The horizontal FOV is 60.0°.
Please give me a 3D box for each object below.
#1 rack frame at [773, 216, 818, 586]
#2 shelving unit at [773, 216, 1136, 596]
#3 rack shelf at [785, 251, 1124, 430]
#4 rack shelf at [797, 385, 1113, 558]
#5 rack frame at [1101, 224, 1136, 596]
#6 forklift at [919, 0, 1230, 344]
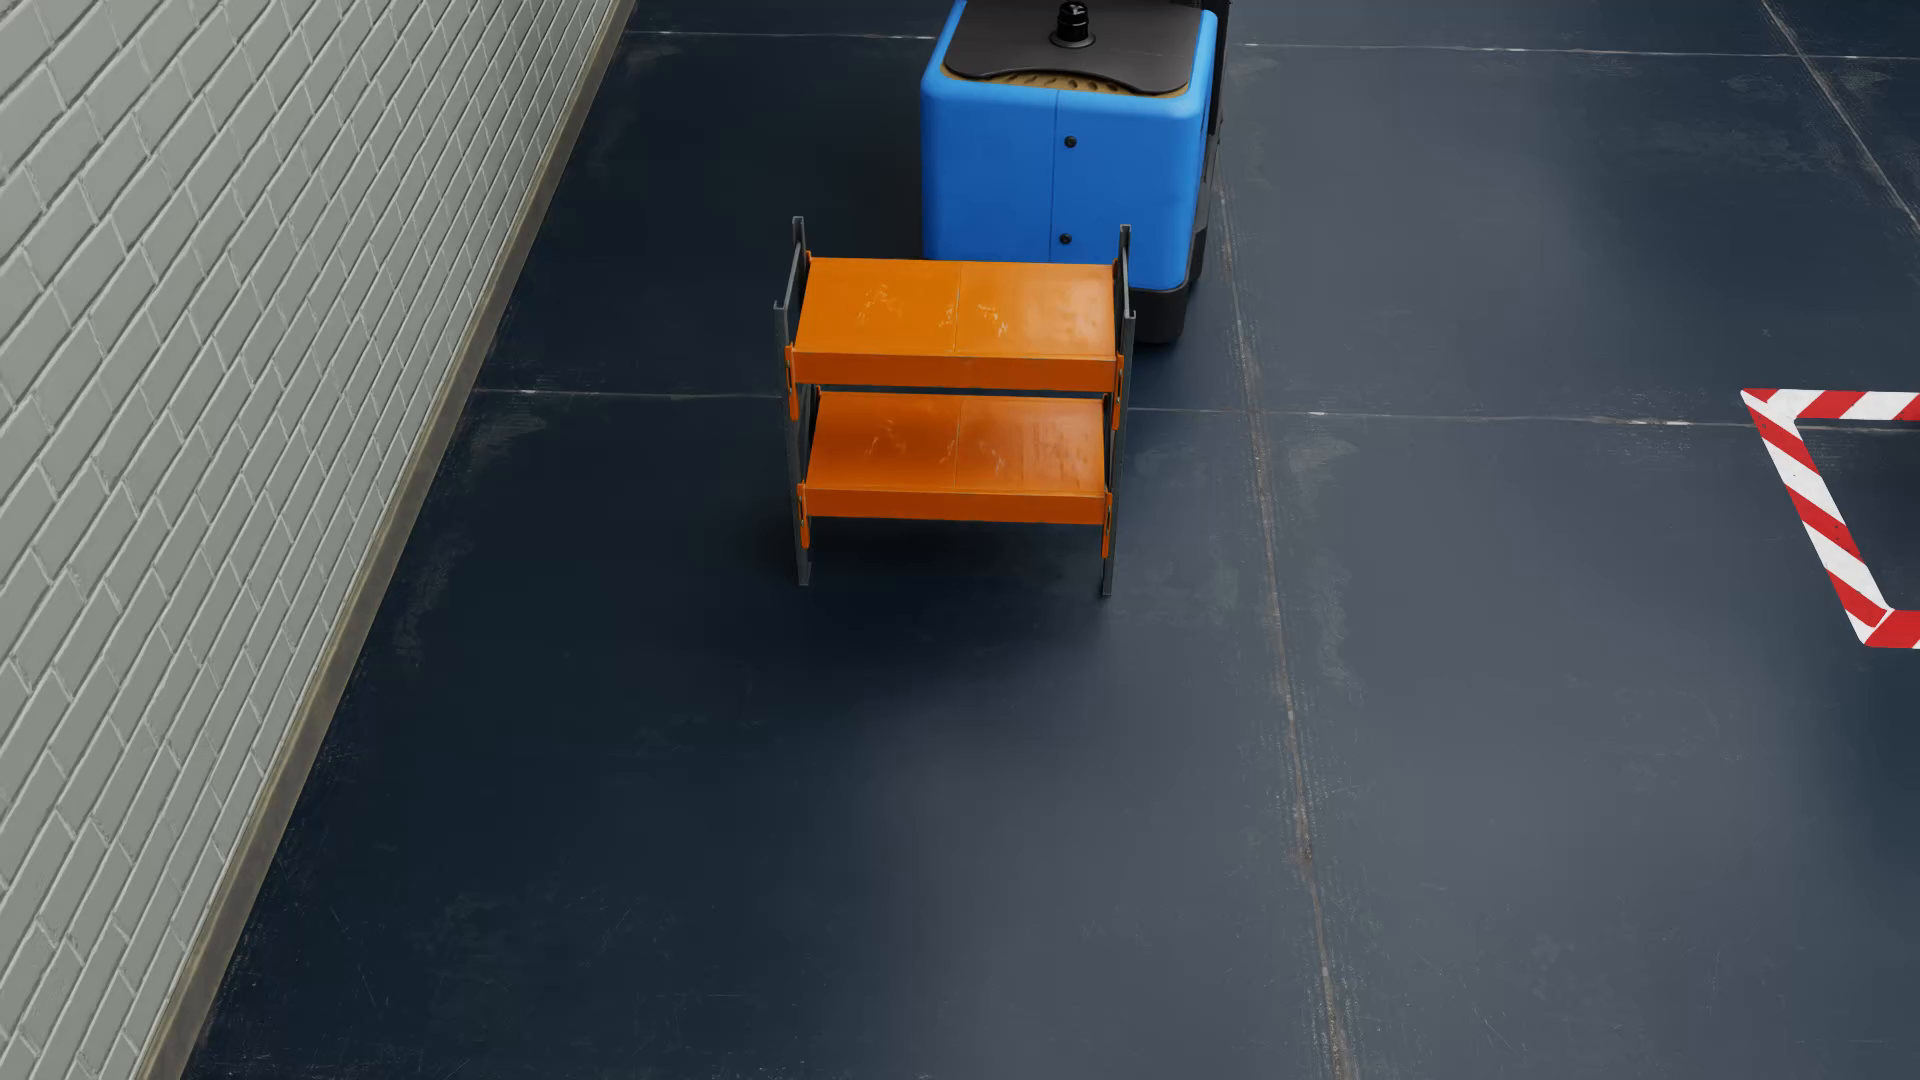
[{"bbox_3d":[-0.515,-0.427,5.384,0.032,1.125,0.500,2,43,2],"label":"rack frame"},{"bbox_3d":[-0.007,-0.412,5.367,1.048,1.125,0.538,2,43,2],"label":"shelving unit"},{"bbox_3d":[-0.007,-0.626,5.167,1.000,0.278,0.538,2,43,2],"label":"rack shelf"},{"bbox_3d":[-0.007,-0.233,5.533,1.000,0.278,0.538,2,43,2],"label":"rack shelf"},{"bbox_3d":[0.501,-0.396,5.350,0.032,1.125,0.500,2,43,2],"label":"rack frame"},{"bbox_3d":[0.618,-2.850,6.660,1.130,2.935,3.031,7,43,8],"label":"forklift"}]
